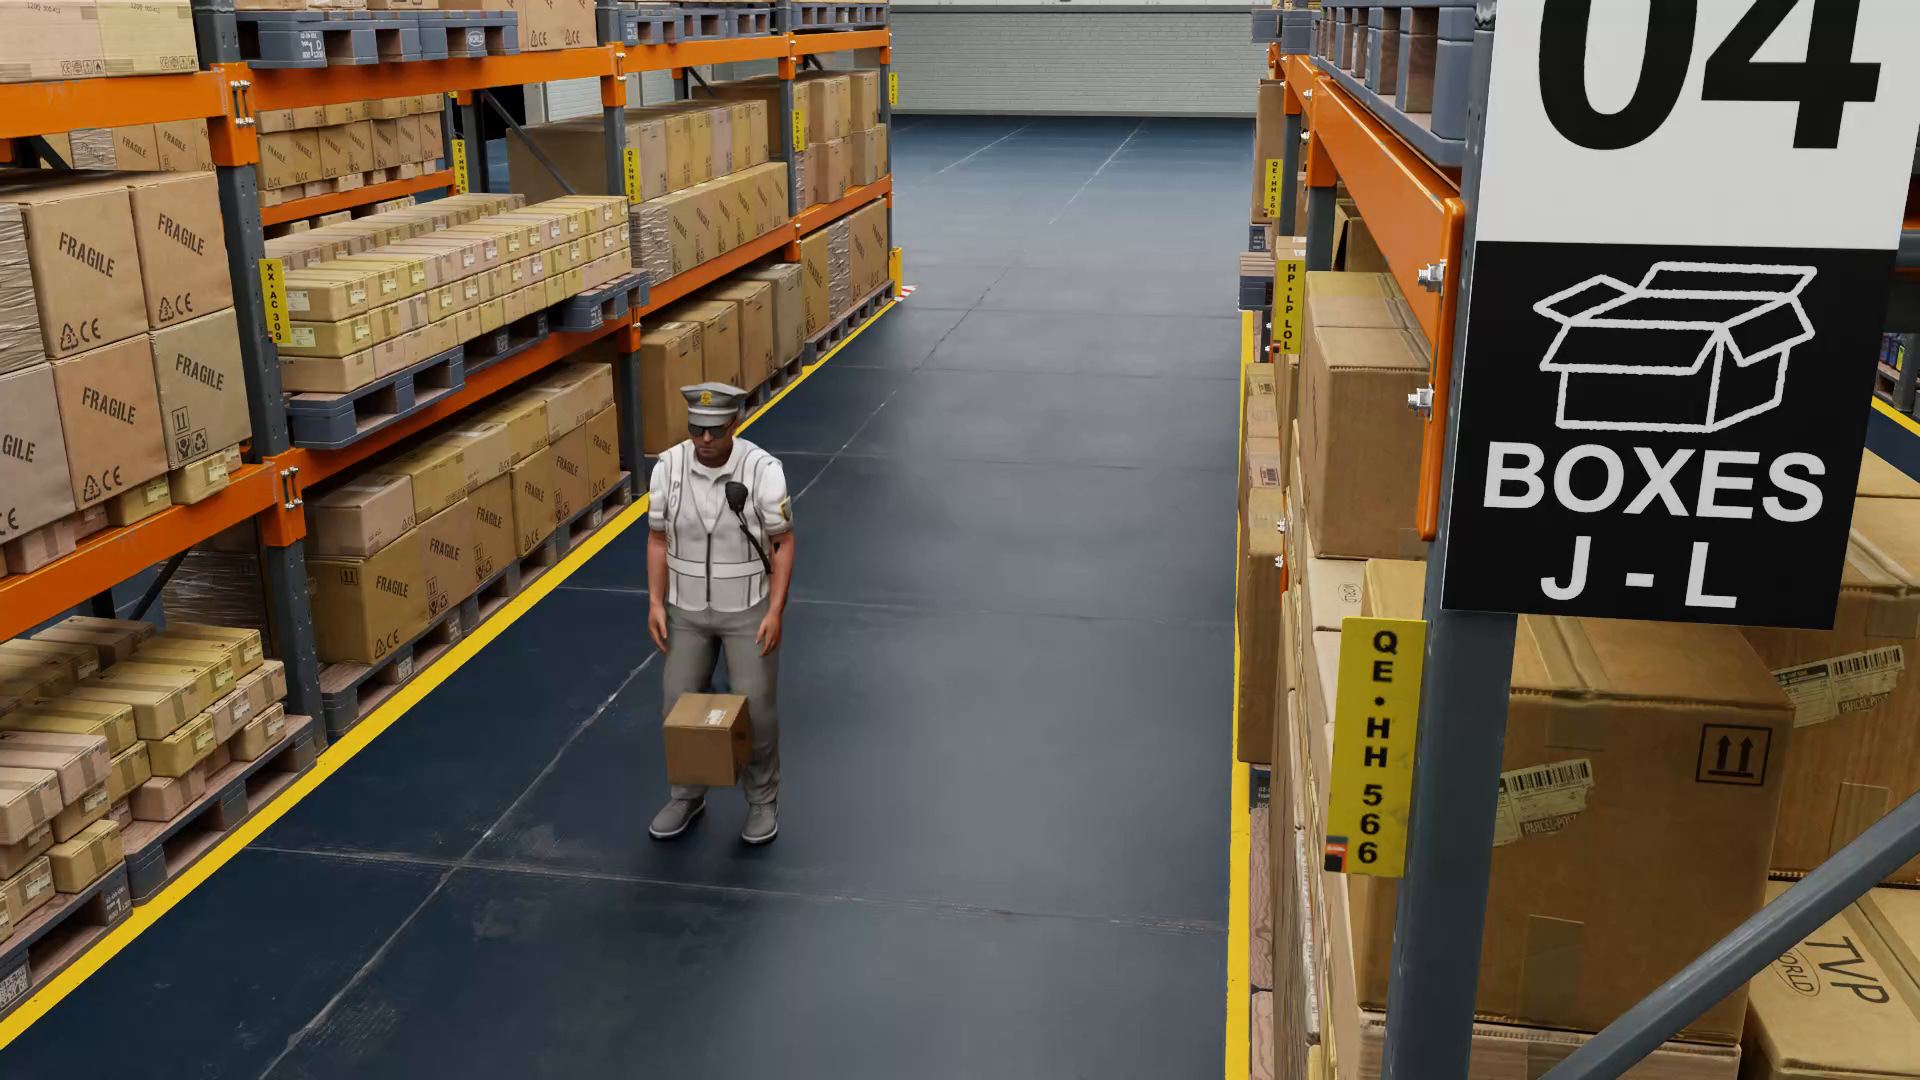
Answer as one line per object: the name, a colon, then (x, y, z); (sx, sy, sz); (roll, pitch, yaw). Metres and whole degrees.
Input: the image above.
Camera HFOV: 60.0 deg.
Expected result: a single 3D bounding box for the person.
person: (-0.894, 0.256, 6.232); (0.563, 1.754, 0.434); (2, 18, 7)
